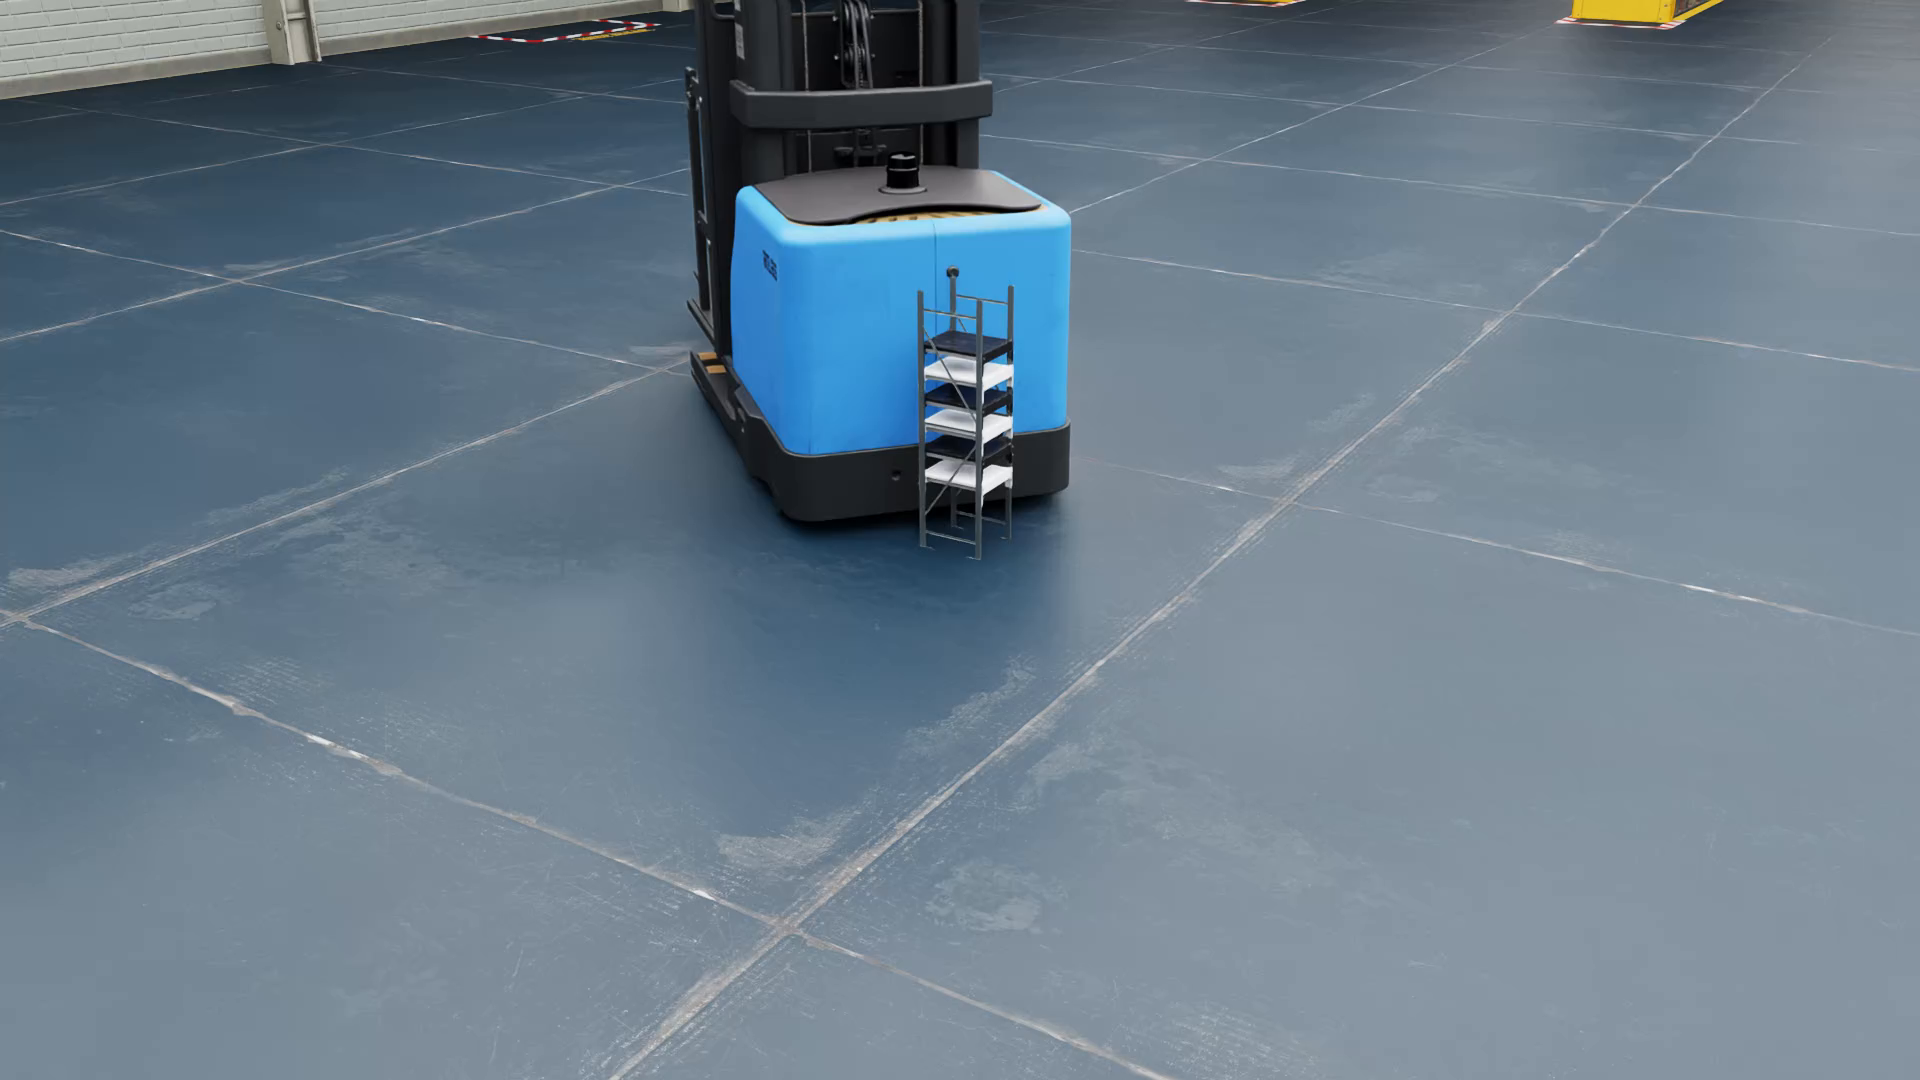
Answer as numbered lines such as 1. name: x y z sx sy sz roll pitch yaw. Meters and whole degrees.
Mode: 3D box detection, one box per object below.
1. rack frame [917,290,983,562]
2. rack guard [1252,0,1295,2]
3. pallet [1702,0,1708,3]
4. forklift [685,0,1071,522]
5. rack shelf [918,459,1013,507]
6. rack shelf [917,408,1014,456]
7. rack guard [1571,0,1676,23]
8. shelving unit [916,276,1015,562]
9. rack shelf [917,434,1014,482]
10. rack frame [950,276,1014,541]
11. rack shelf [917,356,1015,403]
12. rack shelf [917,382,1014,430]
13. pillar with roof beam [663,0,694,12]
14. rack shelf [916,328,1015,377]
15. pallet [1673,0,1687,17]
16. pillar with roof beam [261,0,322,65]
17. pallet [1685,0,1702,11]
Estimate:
1. rack frame: -0.033 -0.365 5.460 0.240 0.900 0.006 13 27 28
2. rack guard: 4.058 -7.744 23.010 1.175 0.500 0.348 14 27 29
3. pallet: 9.997 -7.713 23.300 1.003 0.211 1.213 14 27 29
4. forklift: -0.540 -1.967 6.604 1.130 2.935 3.031 -7 24 -16
5. rack shelf: 0.019 -0.204 5.625 0.258 0.077 0.200 13 27 28
6. rack shelf: 0.019 -0.369 5.554 0.258 0.077 0.200 13 27 28
7. rack guard: 8.277 -6.749 20.710 1.175 0.500 0.348 14 27 29
8. shelving unit: 0.019 -0.400 5.541 0.258 0.900 0.210 13 27 28
9. rack shelf: 0.019 -0.287 5.590 0.258 0.077 0.200 13 27 28
10. rack frame: 0.071 -0.434 5.621 0.240 0.900 0.006 13 27 28
11. rack shelf: 0.019 -0.534 5.482 0.258 0.077 0.200 13 27 28
12. rack shelf: 0.019 -0.452 5.518 0.258 0.077 0.200 13 27 28
13. pillar with roof beam: -0.013 -10.180 17.938 9.100 9.000 0.400 14 27 29
14. rack shelf: 0.019 -0.617 5.447 0.258 0.077 0.200 13 27 28
15. pallet: 8.710 -6.889 21.398 1.003 0.211 1.213 14 27 29
16. pillar with roof beam: -3.178 -8.155 13.260 9.100 9.000 0.400 14 27 29
17. pallet: 9.354 -7.299 22.345 1.003 0.211 1.213 14 27 29
